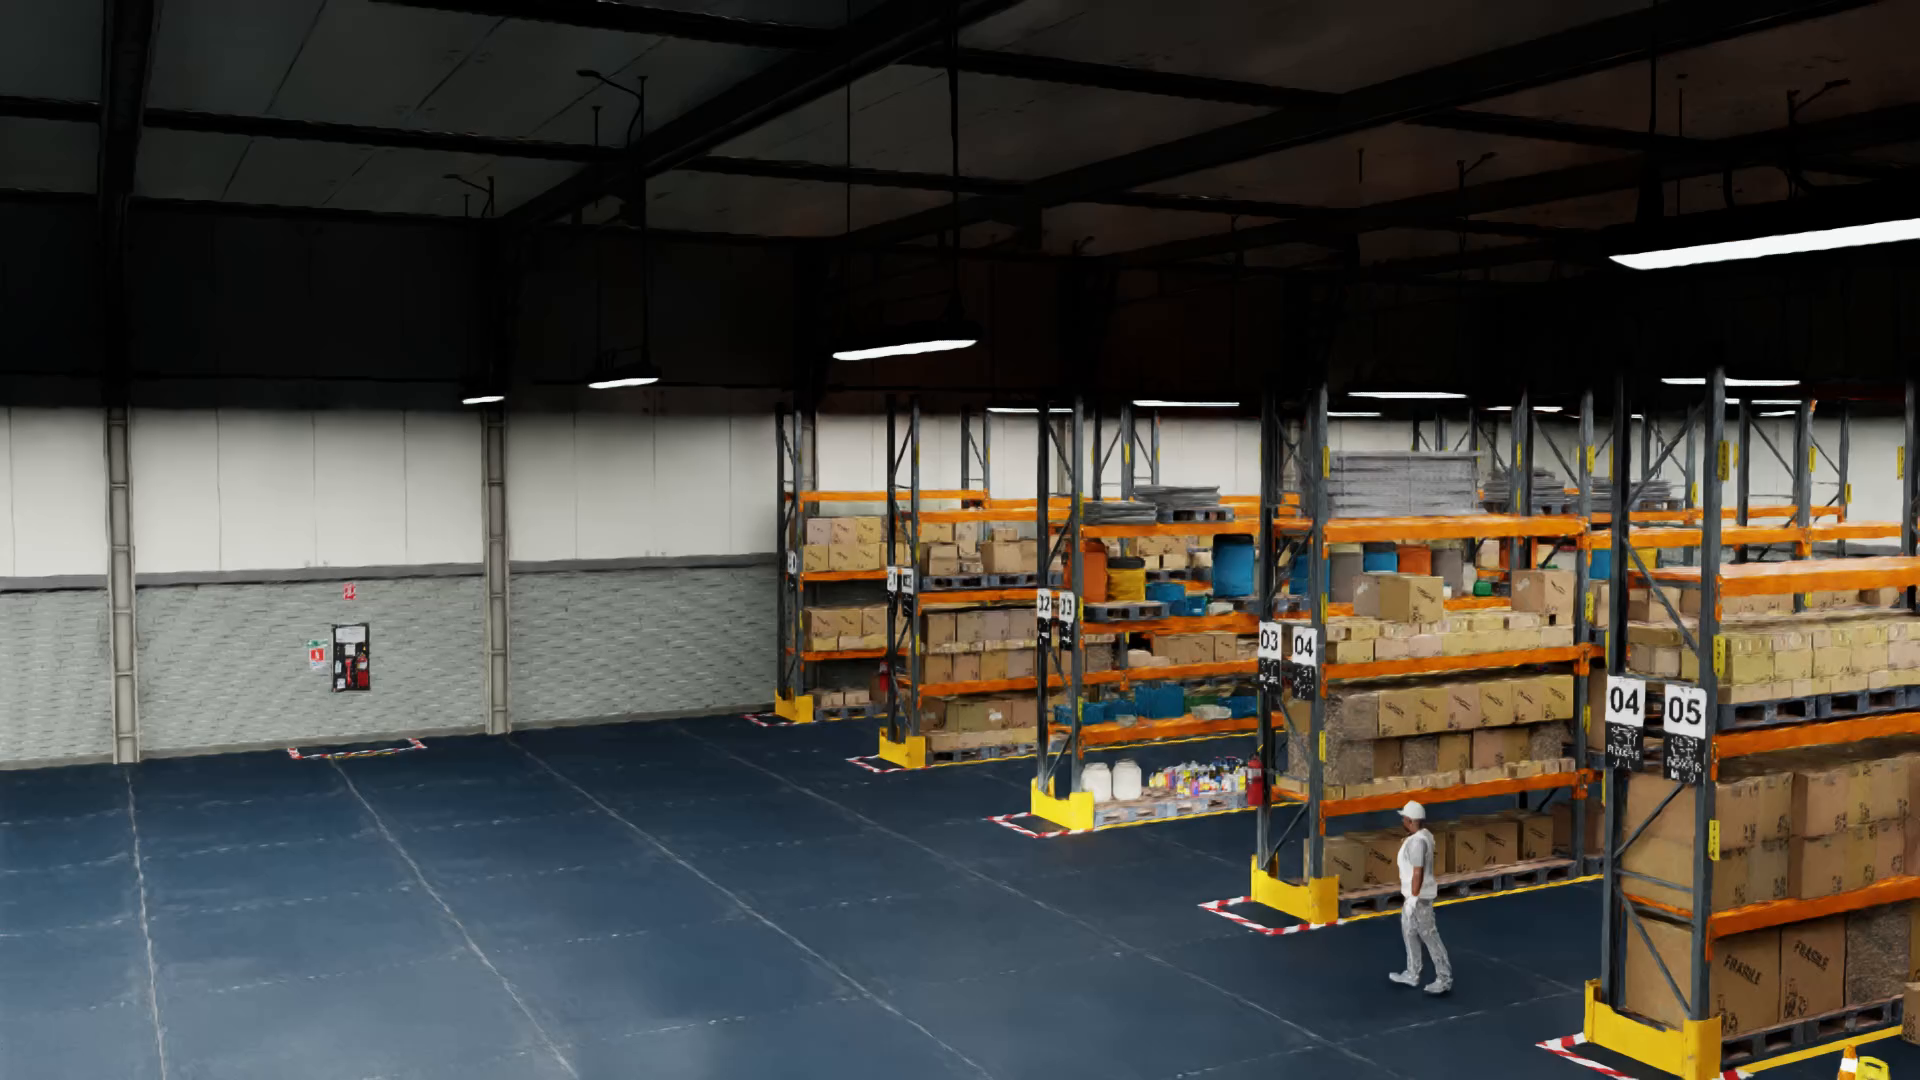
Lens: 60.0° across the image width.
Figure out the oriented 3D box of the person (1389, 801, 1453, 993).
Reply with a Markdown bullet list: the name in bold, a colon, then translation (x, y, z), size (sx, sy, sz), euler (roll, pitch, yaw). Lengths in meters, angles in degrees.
- **person**: translation (4.402, 3.386, 15.858), size (0.599, 1.777, 0.581), euler (1, 3, 19)
